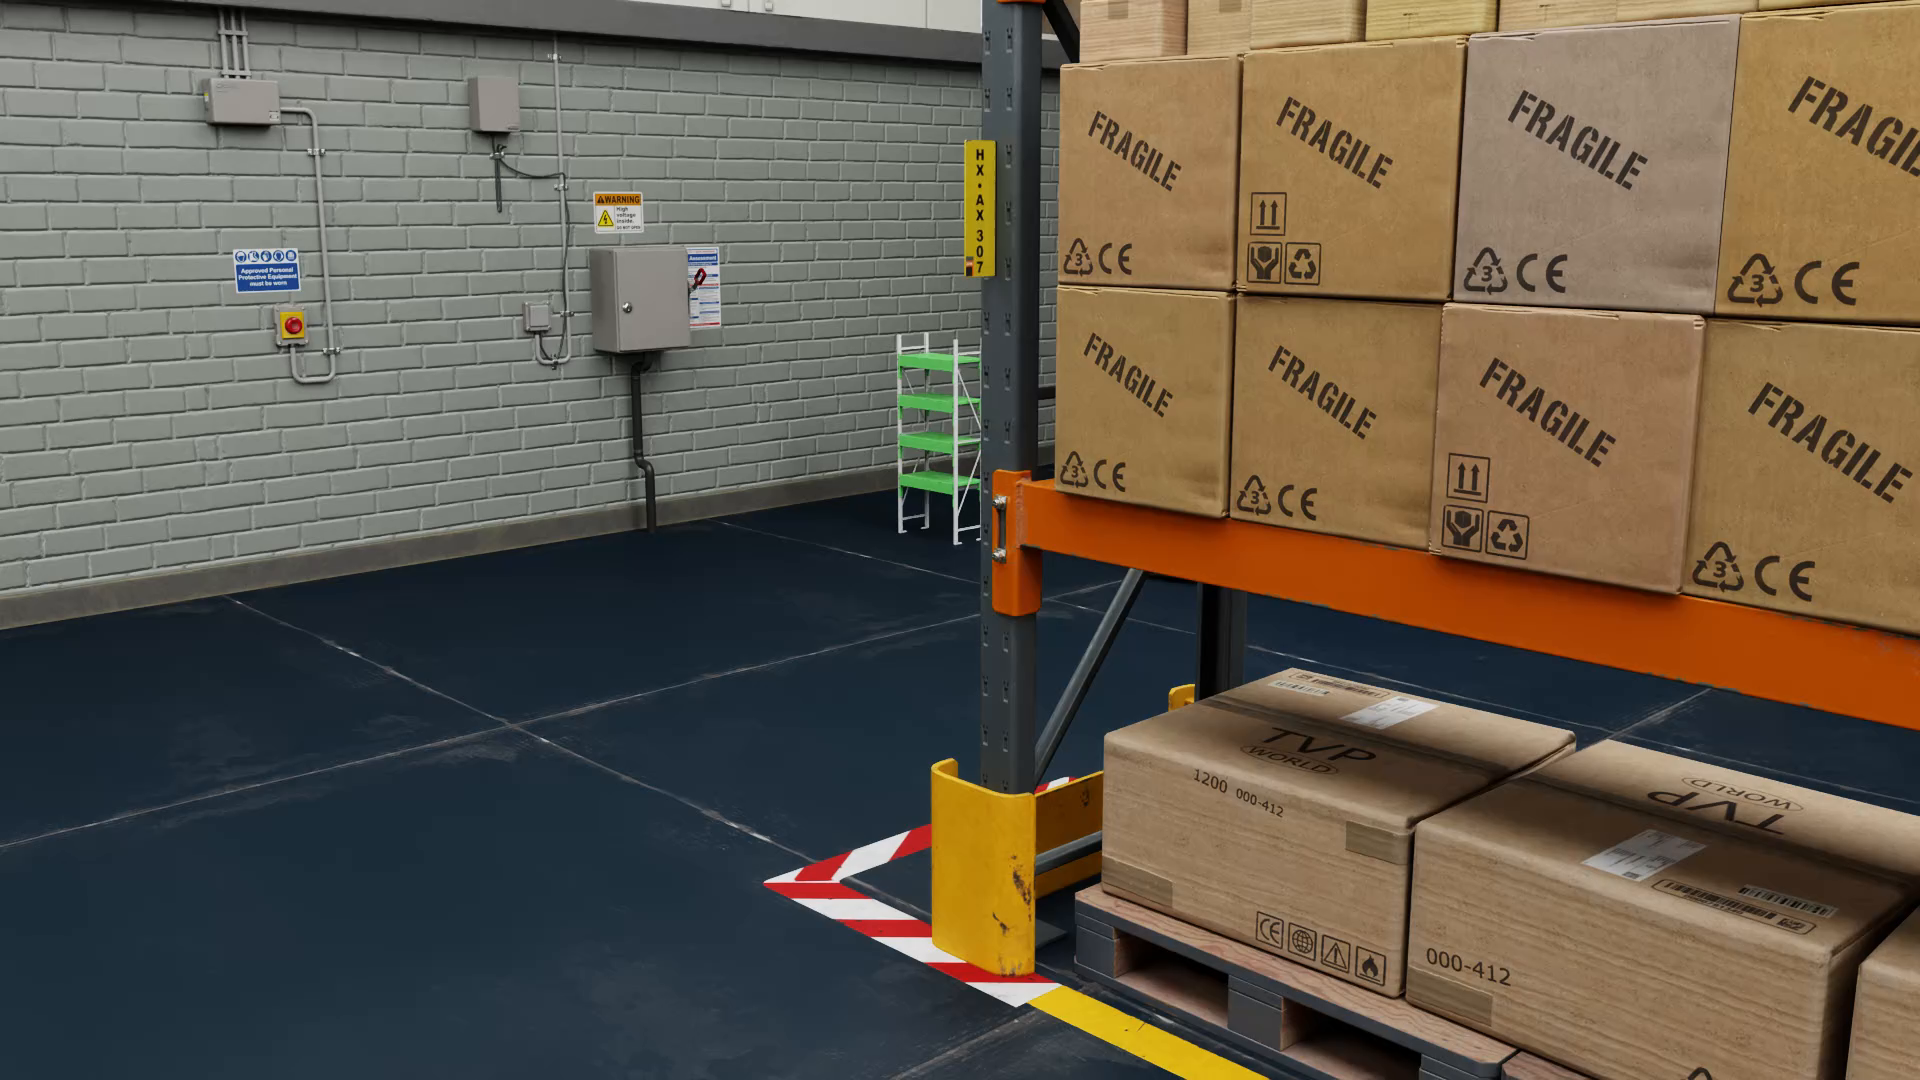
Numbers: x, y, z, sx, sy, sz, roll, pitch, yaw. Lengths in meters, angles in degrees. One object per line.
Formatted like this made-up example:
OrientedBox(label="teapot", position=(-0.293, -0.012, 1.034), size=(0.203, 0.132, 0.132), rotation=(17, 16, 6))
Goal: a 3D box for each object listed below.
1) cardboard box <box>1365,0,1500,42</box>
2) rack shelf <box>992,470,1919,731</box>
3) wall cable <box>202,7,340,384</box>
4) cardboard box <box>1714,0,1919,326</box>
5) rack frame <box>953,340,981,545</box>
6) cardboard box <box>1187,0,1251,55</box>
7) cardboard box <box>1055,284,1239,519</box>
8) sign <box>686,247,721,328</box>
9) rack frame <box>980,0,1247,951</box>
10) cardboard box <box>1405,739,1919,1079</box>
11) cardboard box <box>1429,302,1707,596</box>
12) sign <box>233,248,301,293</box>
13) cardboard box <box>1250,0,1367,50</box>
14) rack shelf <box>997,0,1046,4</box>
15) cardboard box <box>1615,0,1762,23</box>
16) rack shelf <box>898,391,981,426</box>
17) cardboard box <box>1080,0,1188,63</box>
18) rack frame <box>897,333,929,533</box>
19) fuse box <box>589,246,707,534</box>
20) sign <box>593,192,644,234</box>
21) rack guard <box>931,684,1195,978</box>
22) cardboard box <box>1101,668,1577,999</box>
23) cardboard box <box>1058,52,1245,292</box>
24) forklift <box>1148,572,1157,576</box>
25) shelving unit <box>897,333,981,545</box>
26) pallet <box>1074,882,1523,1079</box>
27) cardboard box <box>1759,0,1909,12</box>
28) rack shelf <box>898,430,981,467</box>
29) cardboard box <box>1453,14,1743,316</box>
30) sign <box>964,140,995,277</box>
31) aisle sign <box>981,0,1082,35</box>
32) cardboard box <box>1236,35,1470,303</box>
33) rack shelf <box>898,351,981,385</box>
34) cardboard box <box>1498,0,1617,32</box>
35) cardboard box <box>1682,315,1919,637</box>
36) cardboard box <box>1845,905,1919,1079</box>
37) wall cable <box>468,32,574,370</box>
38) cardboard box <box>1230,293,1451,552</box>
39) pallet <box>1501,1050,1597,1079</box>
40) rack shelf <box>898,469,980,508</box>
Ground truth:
OrientedBox(label="cardboard box", position=(1.023, -1.069, 3.333), size=(0.250, 0.149, 0.380), rotation=(11, 16, 43))
OrientedBox(label="rack shelf", position=(1.835, 0.223, 3.178), size=(1.077, 0.370, 4.000), rotation=(-11, 16, -43))
OrientedBox(label="wall cable", position=(-3.457, -1.754, 8.395), size=(0.585, 1.953, 0.123), rotation=(-11, 16, -43))
OrientedBox(label="cardboard box", position=(1.648, -0.629, 2.805), size=(0.500, 0.500, 0.500), rotation=(-11, 16, -42))
OrientedBox(label="rack frame", position=(0.054, -0.576, 9.735), size=(0.240, 1.200, 0.015), rotation=(-11, 16, -43))
OrientedBox(label="cardboard box", position=(0.732, -1.159, 3.769), size=(0.380, 0.149, 0.250), rotation=(-10, 16, -41))
OrientedBox(label="cardboard box", position=(0.578, -0.360, 3.977), size=(0.500, 0.500, 0.500), rotation=(-11, 16, -43))
OrientedBox(label="sign", position=(-1.622, -1.565, 10.308), size=(0.329, 0.494, 0.001), rotation=(-11, 16, -43))
OrientedBox(label="rack frame", position=(0.454, -0.421, 4.522), size=(1.000, 3.000, 0.127), rotation=(-11, 16, -43))
OrientedBox(label="cardboard box", position=(1.620, 0.843, 3.695), size=(0.875, 0.438, 0.875), rotation=(-10, 16, -41))
OrientedBox(label="cardboard box", position=(1.286, -0.213, 3.265), size=(0.500, 0.500, 0.500), rotation=(-11, 16, -43))
OrientedBox(label="sign", position=(-3.534, -1.375, 8.484), size=(0.327, 0.218, 0.001), rotation=(-11, 16, -43))
OrientedBox(label="cardboard box", position=(0.828, -1.105, 3.507), size=(0.380, 0.149, 0.250), rotation=(-10, 15, -41))
OrientedBox(label="rack shelf", position=(1.835, -1.246, 2.875), size=(1.077, 0.370, 4.000), rotation=(-11, 16, -43))
OrientedBox(label="cardboard box", position=(1.384, -0.996, 2.978), size=(0.380, 0.149, 0.250), rotation=(-11, 16, -42))
OrientedBox(label="rack shelf", position=(-0.114, -0.784, 9.872), size=(0.258, 0.148, 0.480), rotation=(-11, 16, -43))
OrientedBox(label="cardboard box", position=(0.499, -1.187, 3.907), size=(0.380, 0.149, 0.250), rotation=(-10, 16, -41))
OrientedBox(label="rack frame", position=(-0.283, -0.647, 10.080), size=(0.240, 1.200, 0.015), rotation=(-11, 16, -43))
OrientedBox(label="fuse box", position=(-1.837, -0.881, 9.948), size=(0.539, 1.711, 0.414), rotation=(-11, 16, -43))
OrientedBox(label="sign", position=(-2.020, -1.939, 9.844), size=(0.339, 0.242, 0.001), rotation=(-11, 16, -43))
OrientedBox(label="rack guard", position=(0.438, 0.800, 4.791), size=(1.175, 0.500, 0.348), rotation=(-11, 16, -43))
OrientedBox(label="cardboard box", position=(0.982, 0.711, 4.338), size=(0.875, 0.438, 0.875), rotation=(11, 16, 43))
OrientedBox(label="cardboard box", position=(0.580, -0.850, 3.878), size=(0.500, 0.500, 0.500), rotation=(-11, 16, -44))
OrientedBox(label="forklift", position=(2.380, -1.202, 8.481), size=(3.031, 2.935, 1.130), rotation=(5, 13, 25))
OrientedBox(label="shelving unit", position=(-0.114, -0.612, 9.908), size=(0.258, 1.200, 0.503), rotation=(-11, 16, -43))
OrientedBox(label="pallet", position=(1.063, 1.051, 4.290), size=(1.003, 0.211, 1.213), rotation=(-11, 16, -43))
OrientedBox(label="cardboard box", position=(1.540, -0.955, 2.780), size=(0.250, 0.149, 0.380), rotation=(11, 16, 44))
OrientedBox(label="rack shelf", position=(-0.114, -0.549, 9.921), size=(0.258, 0.148, 0.480), rotation=(-11, 16, -43))
OrientedBox(label="cardboard box", position=(1.303, -0.702, 3.157), size=(0.500, 0.500, 0.500), rotation=(-11, 16, -43))
OrientedBox(label="sign", position=(0.049, -0.807, 4.055), size=(0.100, 0.325, 0.005), rotation=(-11, 16, -43))
OrientedBox(label="aisle sign", position=(0.195, -1.664, 4.114), size=(0.394, 0.787, 0.004), rotation=(-11, 16, -43))
OrientedBox(label="cardboard box", position=(0.941, -0.776, 3.517), size=(0.500, 0.500, 0.500), rotation=(11, 16, 44))
OrientedBox(label="rack shelf", position=(-0.114, -1.019, 9.824), size=(0.258, 0.148, 0.480), rotation=(-11, 16, -43))
OrientedBox(label="cardboard box", position=(1.242, -1.038, 3.183), size=(0.380, 0.149, 0.250), rotation=(-11, 16, -42))
OrientedBox(label="cardboard box", position=(1.644, -0.143, 2.922), size=(0.500, 0.500, 0.500), rotation=(-10, 15, -41))
OrientedBox(label="cardboard box", position=(2.242, 0.975, 3.056), size=(0.875, 0.438, 0.875), rotation=(11, 16, 43))
OrientedBox(label="wall cable", position=(-2.439, -1.938, 9.365), size=(0.588, 1.984, 0.122), rotation=(-11, 16, -43))
OrientedBox(label="cardboard box", position=(0.947, -0.290, 3.638), size=(0.500, 0.500, 0.500), rotation=(-11, 16, -43))
OrientedBox(label="pallet", position=(1.901, 1.228, 3.426), size=(1.003, 0.211, 1.213), rotation=(-11, 16, -43))
OrientedBox(label="rack shelf", position=(-0.114, -0.314, 9.969), size=(0.258, 0.148, 0.480), rotation=(-11, 16, -43))
